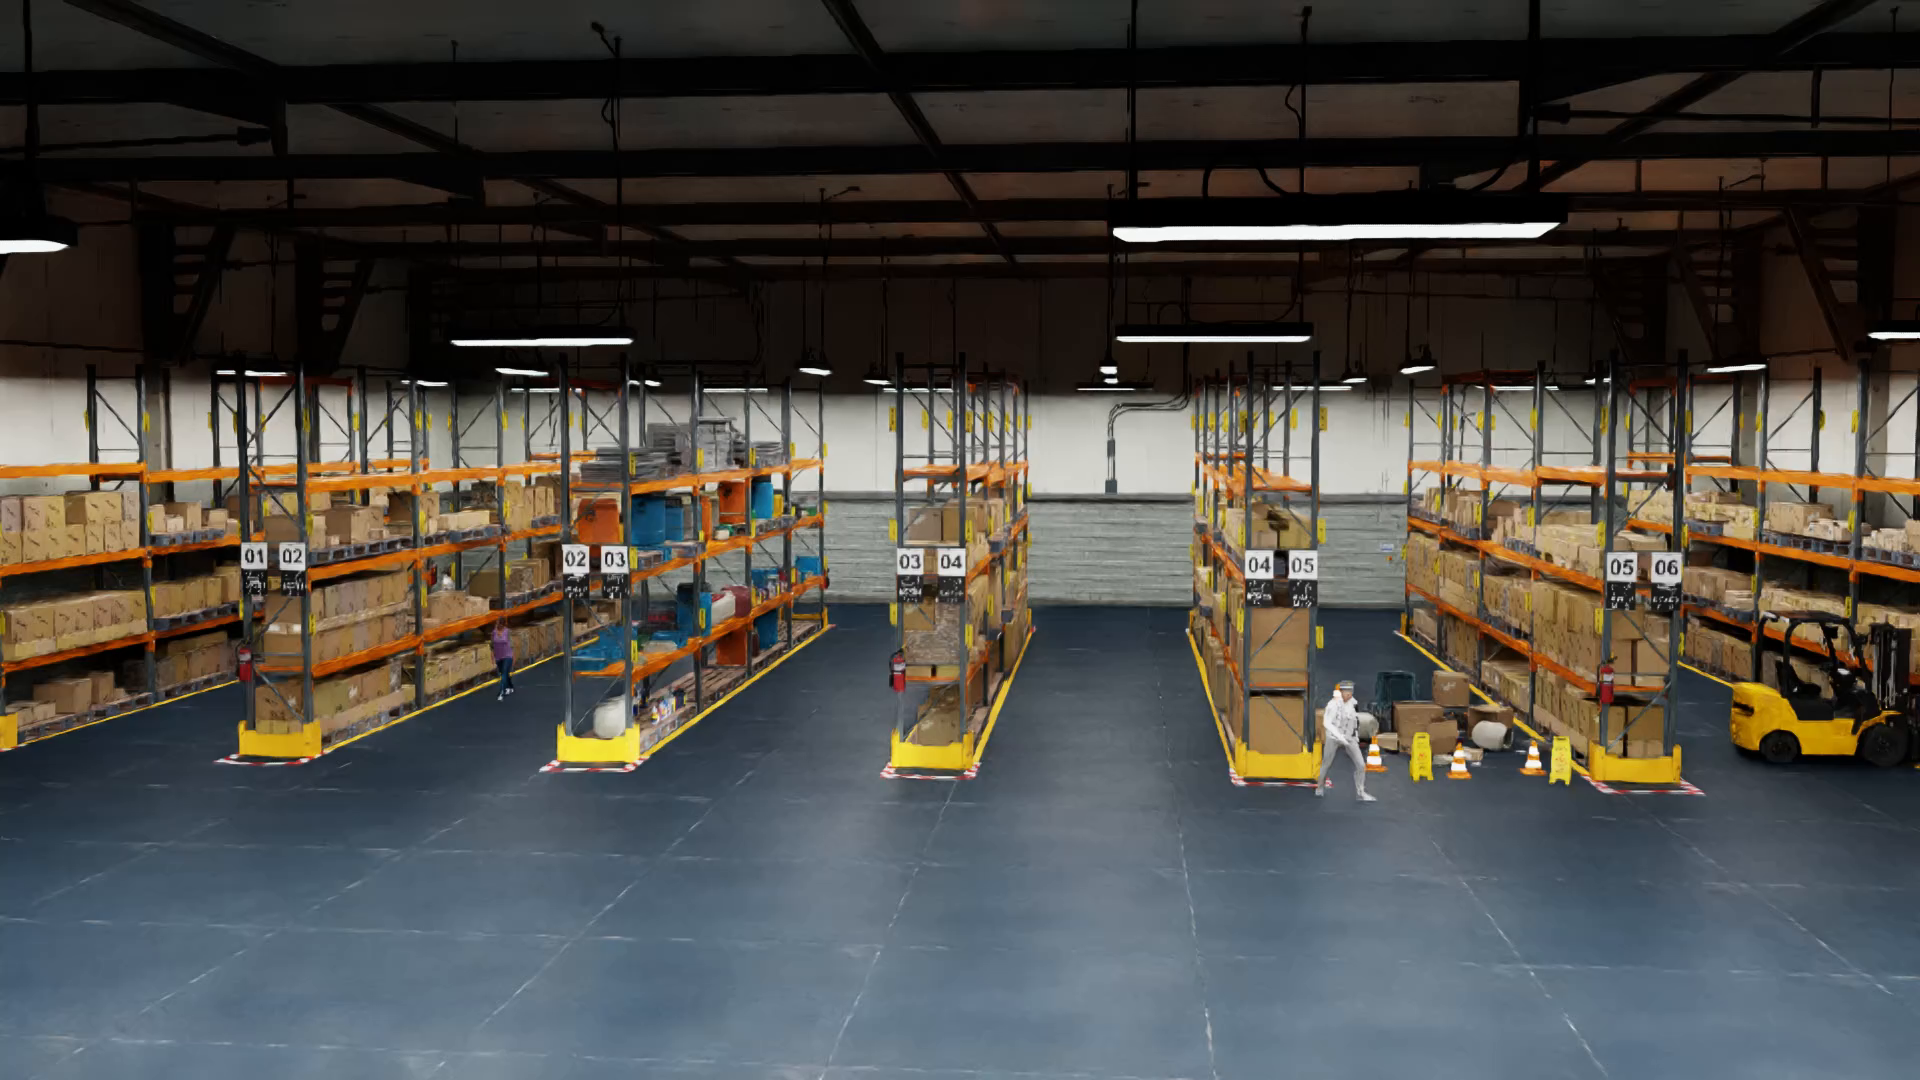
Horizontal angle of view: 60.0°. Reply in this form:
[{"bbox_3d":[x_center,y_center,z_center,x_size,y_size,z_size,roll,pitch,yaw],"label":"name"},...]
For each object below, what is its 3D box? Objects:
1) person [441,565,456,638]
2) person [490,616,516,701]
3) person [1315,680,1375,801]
[{"bbox_3d":[-11.876,1.414,38.593,0.375,1.666,0.585,-1,4,-7],"label":"person"},{"bbox_3d":[-8.247,2.103,29.937,0.417,1.517,1.037,1,4,8],"label":"person"},{"bbox_3d":[5.060,2.626,22.033,0.643,1.612,0.794,-1,4,-12],"label":"person"}]
